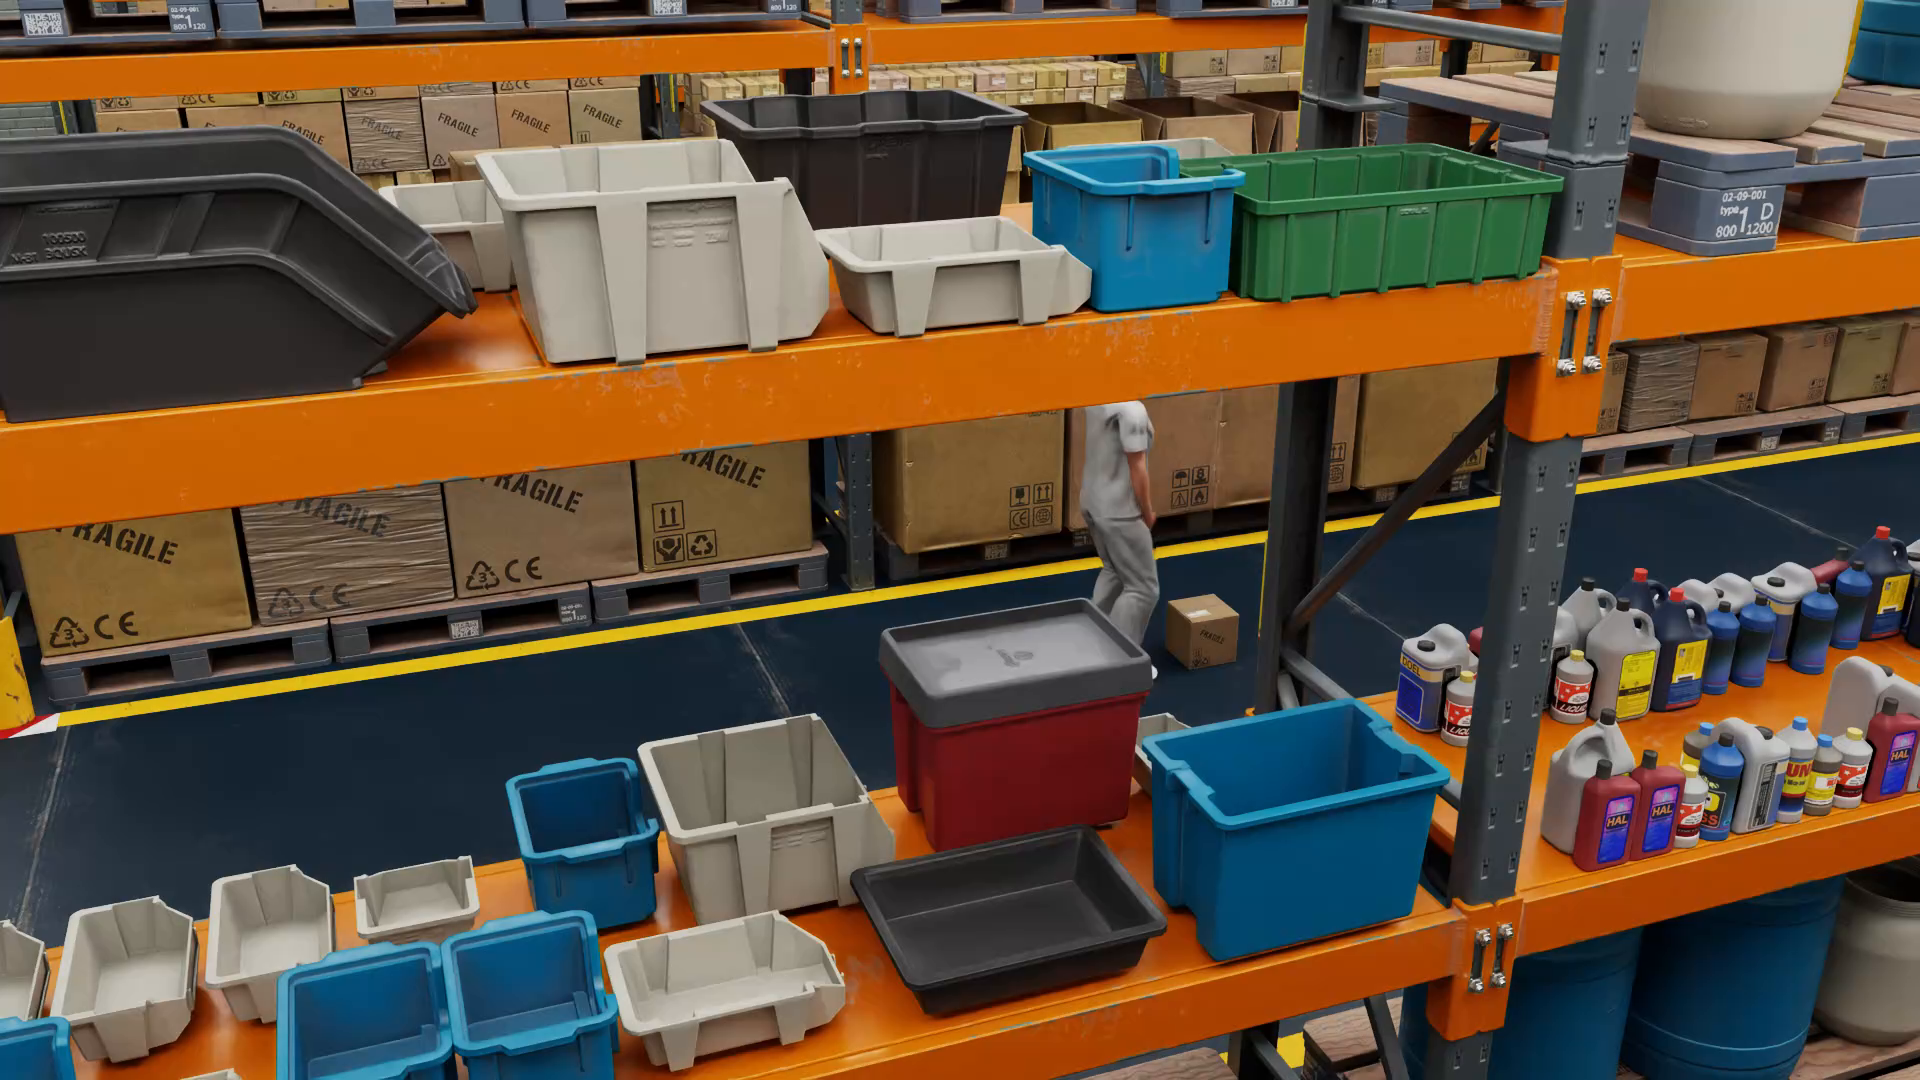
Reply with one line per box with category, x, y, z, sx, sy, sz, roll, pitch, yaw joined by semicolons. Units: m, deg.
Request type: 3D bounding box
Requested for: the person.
person;0.718;-0.148;7.501;0.354;1.645;0.456;-8;24;-18
